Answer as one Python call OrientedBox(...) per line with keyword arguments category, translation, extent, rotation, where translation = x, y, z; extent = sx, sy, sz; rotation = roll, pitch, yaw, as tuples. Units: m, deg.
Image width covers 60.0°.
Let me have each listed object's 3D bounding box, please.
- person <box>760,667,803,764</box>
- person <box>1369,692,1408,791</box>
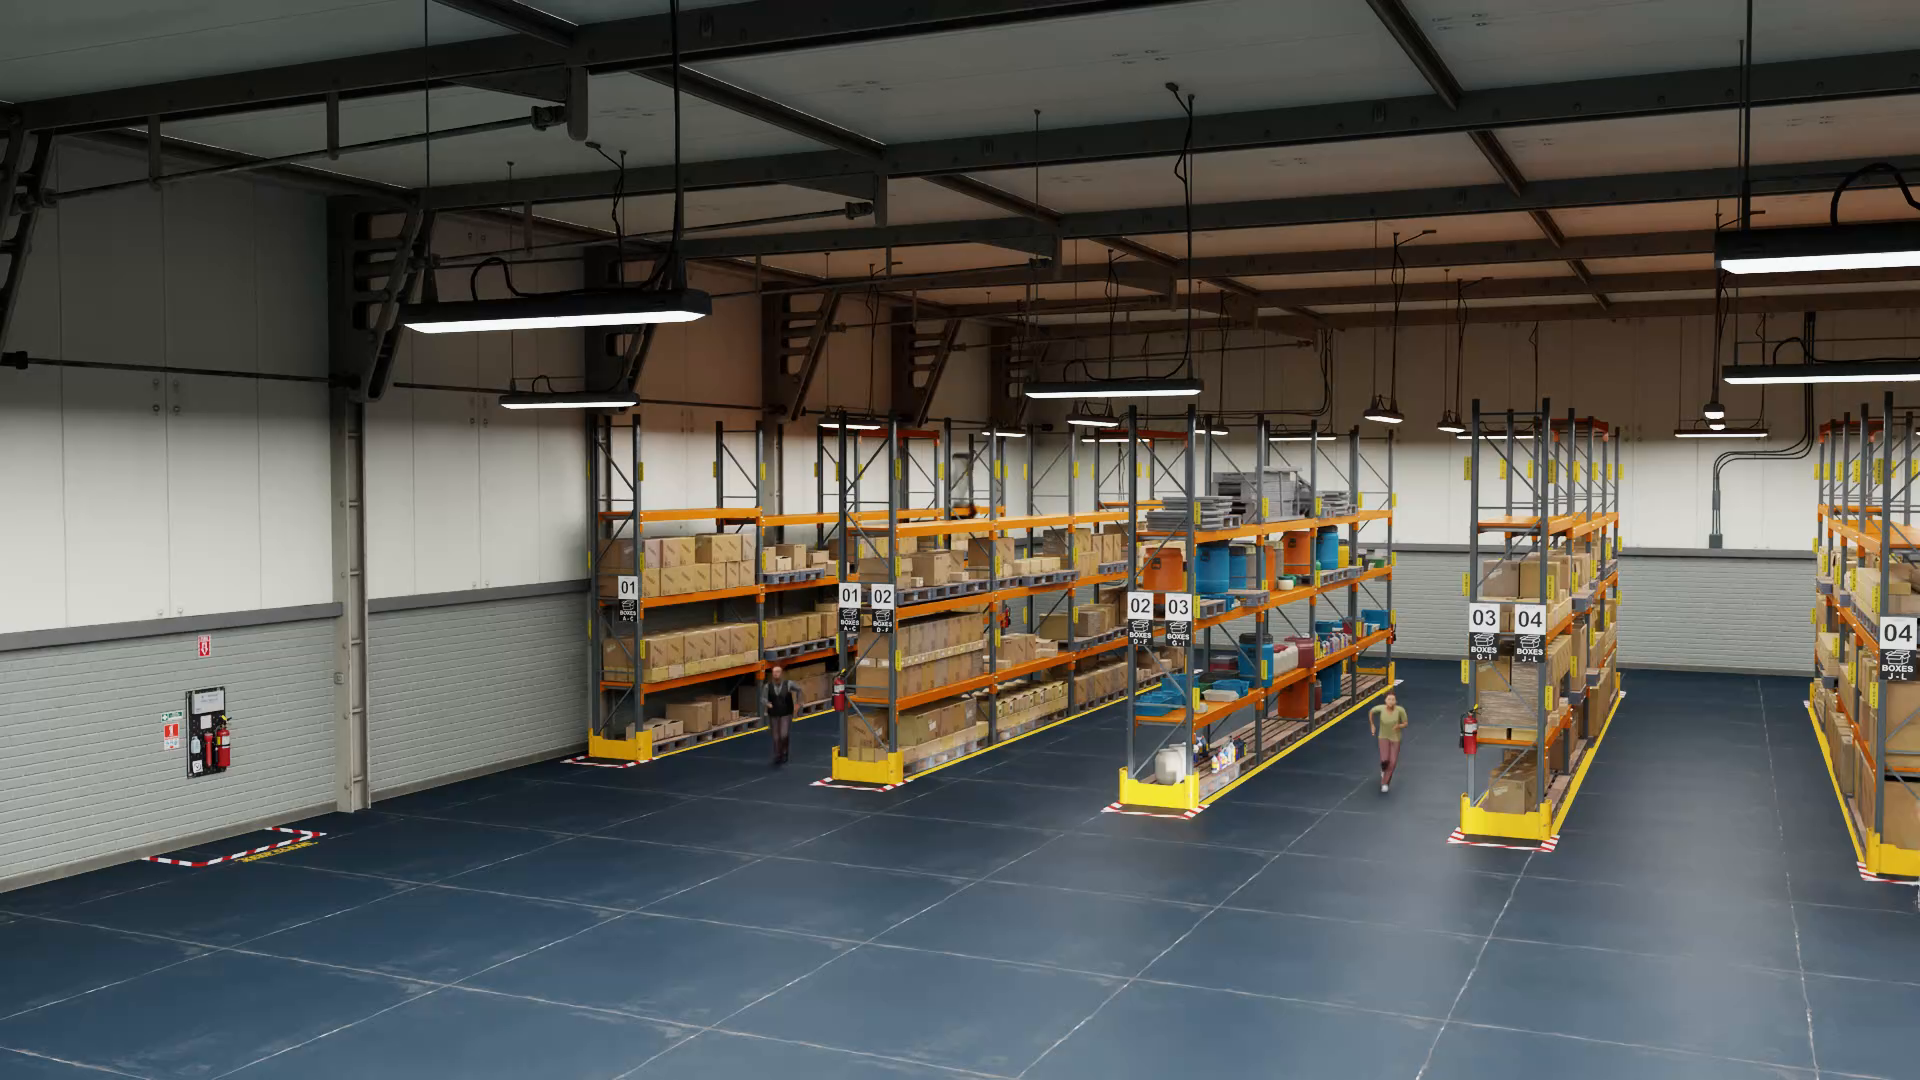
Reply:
OrientedBox(category="person", translation=(-3.038, 2.981, 28.188), extent=(0.668, 1.673, 0.812), rotation=(0, 2, 6))
OrientedBox(category="person", translation=(6.690, 3.142, 25.940), extent=(0.568, 1.594, 0.667), rotation=(0, 2, 8))
